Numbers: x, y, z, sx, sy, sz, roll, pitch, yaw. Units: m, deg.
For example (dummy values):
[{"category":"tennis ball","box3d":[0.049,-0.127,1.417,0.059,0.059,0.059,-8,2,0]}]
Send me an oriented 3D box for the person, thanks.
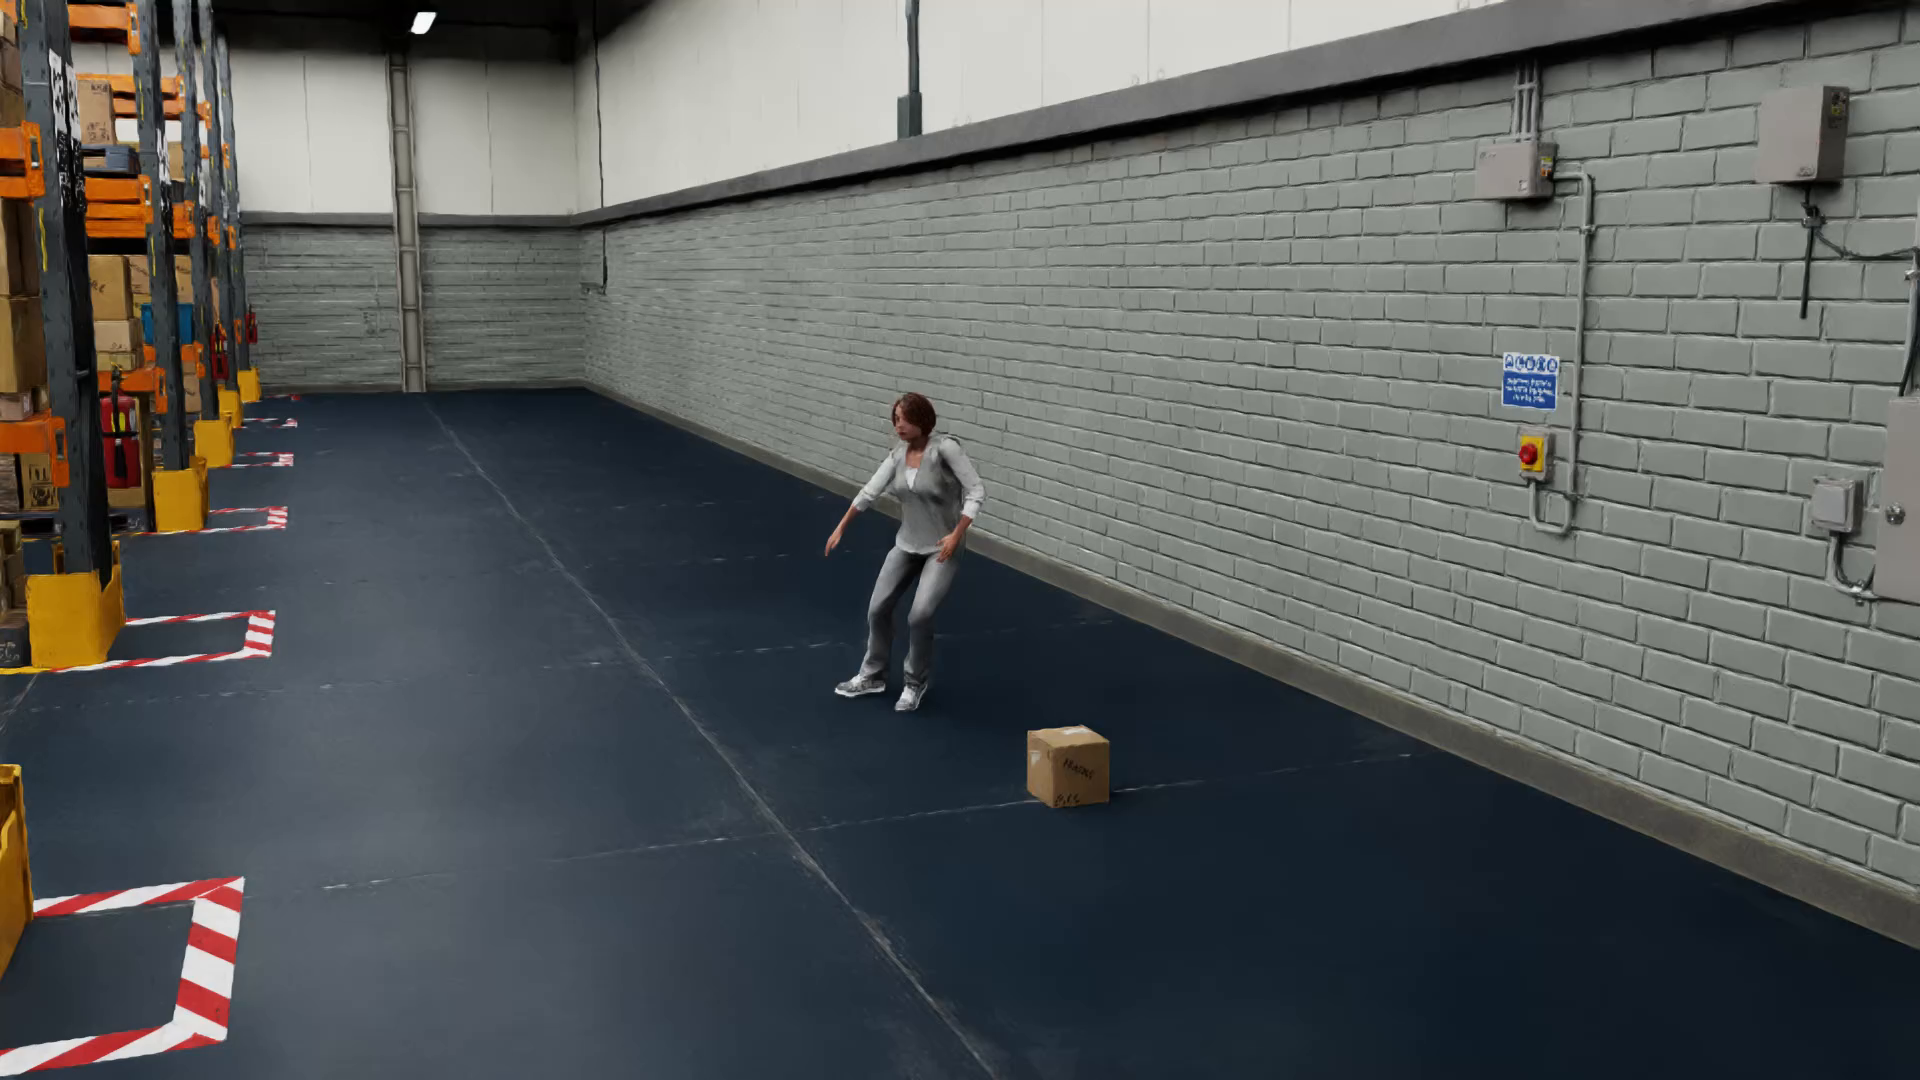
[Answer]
[{"category":"person","box3d":[-0.258,0.059,7.968,0.795,1.546,0.455,5,10,29]}]
